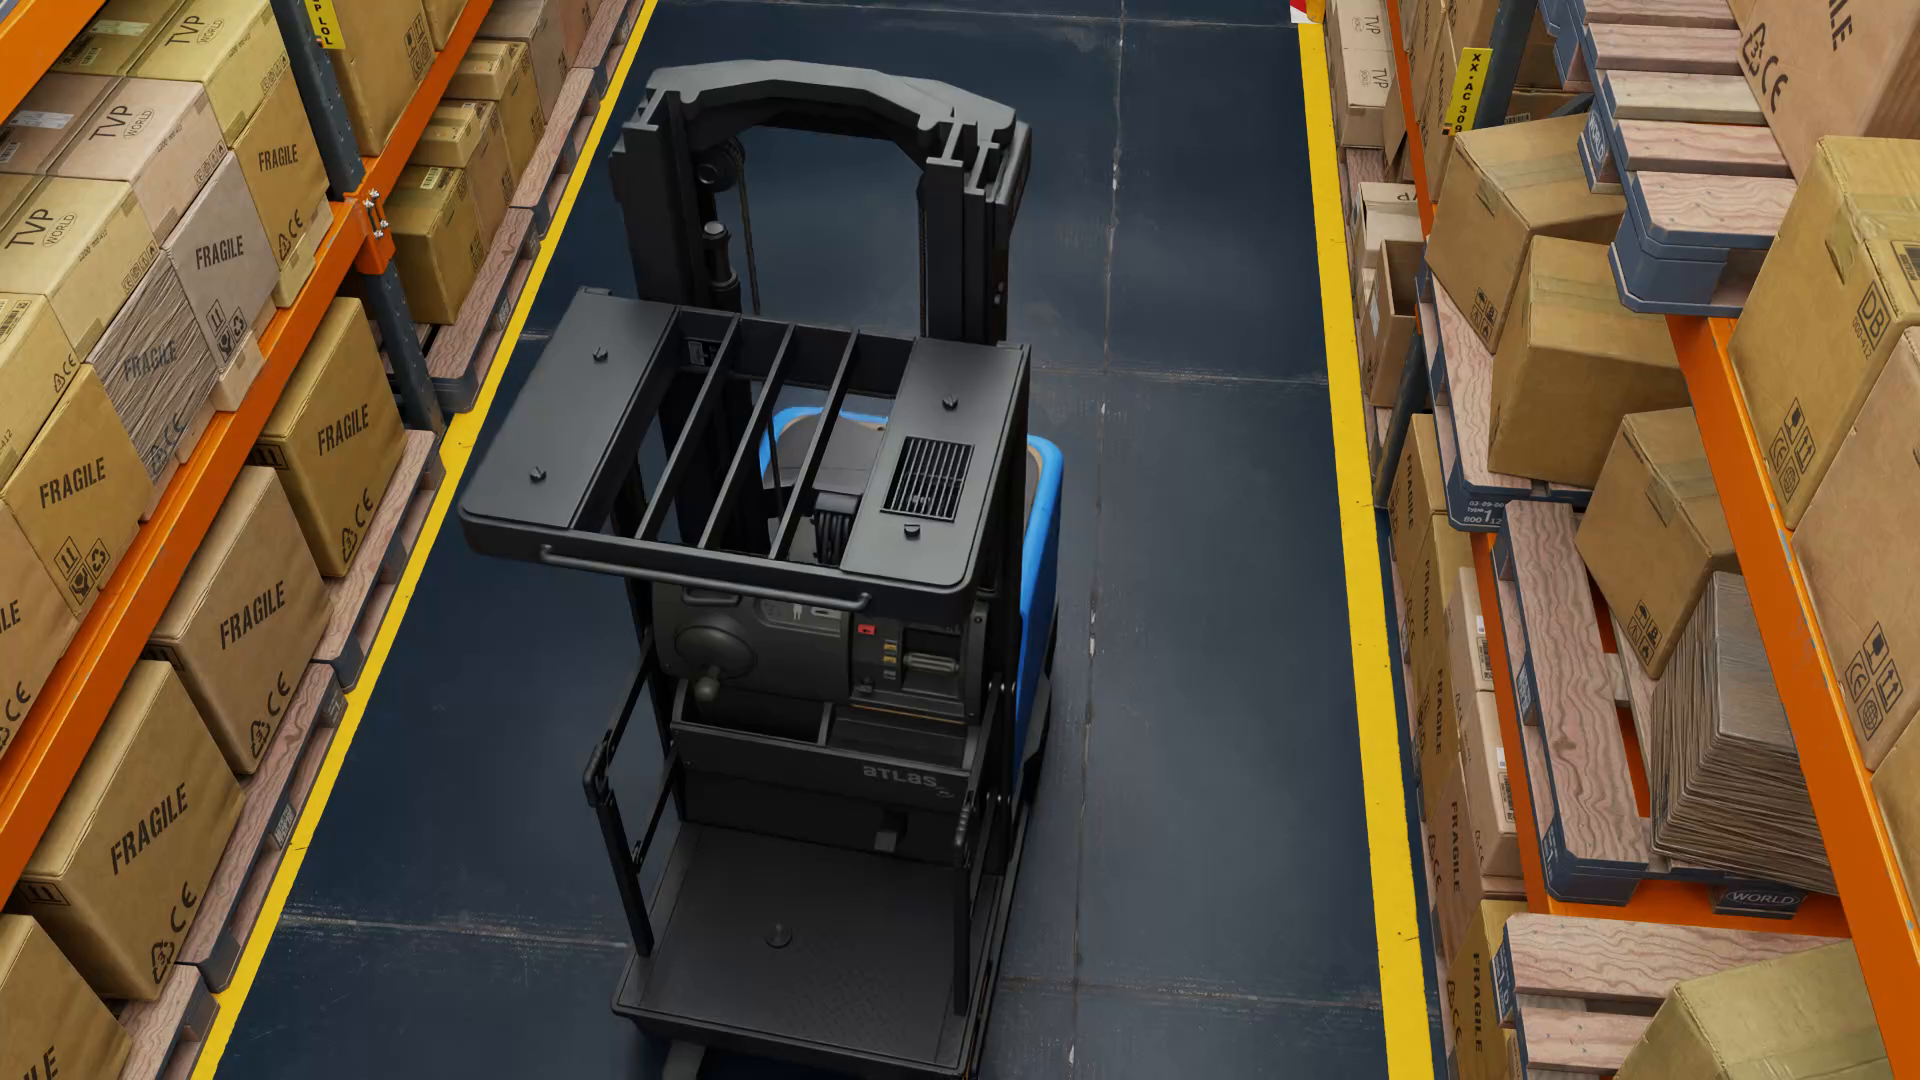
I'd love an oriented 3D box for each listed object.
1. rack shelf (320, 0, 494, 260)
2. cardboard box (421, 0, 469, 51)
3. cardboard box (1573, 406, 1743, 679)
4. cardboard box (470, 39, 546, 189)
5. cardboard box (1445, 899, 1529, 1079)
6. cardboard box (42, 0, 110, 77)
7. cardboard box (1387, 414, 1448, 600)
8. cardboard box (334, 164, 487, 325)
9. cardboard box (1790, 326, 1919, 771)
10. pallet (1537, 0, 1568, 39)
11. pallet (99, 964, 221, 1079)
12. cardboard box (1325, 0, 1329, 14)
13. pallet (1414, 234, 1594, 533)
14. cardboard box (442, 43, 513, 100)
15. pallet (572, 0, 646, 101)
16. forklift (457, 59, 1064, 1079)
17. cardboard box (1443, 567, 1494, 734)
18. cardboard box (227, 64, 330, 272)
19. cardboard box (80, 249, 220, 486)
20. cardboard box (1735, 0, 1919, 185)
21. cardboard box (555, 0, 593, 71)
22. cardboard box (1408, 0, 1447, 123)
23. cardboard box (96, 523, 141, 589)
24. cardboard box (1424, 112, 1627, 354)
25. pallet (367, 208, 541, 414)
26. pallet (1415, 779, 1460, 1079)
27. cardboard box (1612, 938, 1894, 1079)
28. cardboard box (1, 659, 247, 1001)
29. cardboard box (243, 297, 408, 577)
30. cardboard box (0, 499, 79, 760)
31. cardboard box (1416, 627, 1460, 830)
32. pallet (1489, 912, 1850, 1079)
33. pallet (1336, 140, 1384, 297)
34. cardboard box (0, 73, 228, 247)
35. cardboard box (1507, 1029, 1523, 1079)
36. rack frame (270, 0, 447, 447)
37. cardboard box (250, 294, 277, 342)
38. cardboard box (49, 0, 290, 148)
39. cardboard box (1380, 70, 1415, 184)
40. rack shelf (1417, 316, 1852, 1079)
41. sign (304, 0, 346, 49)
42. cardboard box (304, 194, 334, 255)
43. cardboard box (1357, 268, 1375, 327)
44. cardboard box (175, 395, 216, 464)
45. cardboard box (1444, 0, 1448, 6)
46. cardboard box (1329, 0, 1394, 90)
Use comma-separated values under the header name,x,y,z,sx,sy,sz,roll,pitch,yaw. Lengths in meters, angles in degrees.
name,x,y,z,sx,sy,sz,roll,pitch,yaw
rack shelf,-2.538,-2.707,7.681,1.077,0.370,4.000,4,48,4
cardboard box,-2.583,-2.515,6.814,0.980,0.700,0.700,3,48,3
cardboard box,2.113,-0.023,4.386,0.700,0.500,0.500,-7,48,-6
cardboard box,-2.452,-2.067,8.017,0.700,0.500,0.500,5,48,4
cardboard box,1.747,1.401,4.832,0.500,0.500,0.500,2,48,2
cardboard box,-3.022,-1.554,5.347,0.500,0.250,0.500,5,48,5
cardboard box,1.926,-0.116,6.219,0.500,0.500,0.500,2,48,2
cardboard box,-2.550,-1.321,7.335,0.700,0.500,0.500,4,48,4
cardboard box,1.901,0.046,2.575,0.910,0.500,0.500,4,48,4
pallet,2.084,-1.624,4.298,1.213,0.211,1.003,4,48,4
pallet,-2.938,1.826,4.937,1.003,0.211,1.213,4,48,4
cardboard box,2.197,-2.991,9.087,0.380,0.149,0.250,4,48,4
pallet,2.031,-0.505,5.310,1.003,0.211,1.213,4,48,4
cardboard box,-2.290,-2.163,7.665,0.380,0.149,0.250,3,48,2
pallet,-2.351,-2.886,9.246,1.003,0.211,1.213,4,48,4
forklift,-0.429,0.391,4.406,1.130,2.935,3.031,8,48,8
cardboard box,1.835,0.366,5.270,0.500,0.250,0.500,4,48,4
cardboard box,-2.511,-1.265,5.591,0.500,0.500,0.500,3,48,3
cardboard box,-2.602,-0.521,4.911,0.500,0.500,0.500,4,48,4
cardboard box,1.975,-1.026,3.203,0.600,0.600,0.600,2,48,2
cardboard box,-2.366,-2.829,8.714,0.700,0.500,0.500,4,48,3
cardboard box,2.049,-1.947,6.430,0.500,0.500,0.500,5,48,5
cardboard box,-2.664,-0.010,4.883,0.380,0.149,0.250,5,48,5
cardboard box,1.947,-0.992,5.273,0.700,0.500,0.500,-11,48,-10
pallet,-2.573,-1.093,7.606,1.003,0.211,1.213,4,48,4
pallet,2.068,1.290,5.427,1.003,0.211,1.213,4,48,4
cardboard box,1.794,1.143,3.319,0.700,0.500,0.500,-11,48,-10
cardboard box,-2.801,0.868,5.096,0.750,0.750,0.750,4,48,3
cardboard box,-2.650,-0.410,6.265,0.750,0.750,0.750,4,48,4
cardboard box,-2.683,0.229,4.224,0.500,0.500,0.500,4,48,3
cardboard box,1.836,0.644,5.524,0.500,0.500,0.500,4,48,4
pallet,1.840,1.351,3.611,1.213,0.211,1.003,4,48,4
pallet,2.385,-1.612,8.082,1.003,0.211,1.213,4,48,4
cardboard box,-2.564,-1.139,4.968,0.500,0.250,0.500,5,48,4
cardboard box,1.701,1.487,4.245,0.500,0.250,0.500,6,48,5
rack frame,-2.720,-1.480,6.071,1.000,3.000,0.127,4,48,4
cardboard box,-2.537,-0.761,5.570,0.380,0.149,0.250,5,48,5
cardboard box,-2.508,-1.514,5.311,0.500,0.250,0.500,5,48,4
cardboard box,2.379,-1.837,7.791,0.797,0.503,0.637,4,48,4
rack shelf,2.031,0.562,4.690,1.077,0.370,4.000,4,48,4
sign,-2.179,-1.815,5.646,0.100,0.325,0.005,4,48,4
cardboard box,-2.469,-1.135,5.912,0.380,0.149,0.250,4,48,4
cardboard box,1.957,-1.054,7.315,0.380,0.149,0.250,4,48,4
cardboard box,-2.591,-0.387,5.228,0.380,0.149,0.250,4,48,4
cardboard box,2.045,-2.287,6.063,0.500,0.500,0.500,3,48,3
cardboard box,2.200,-2.562,8.626,0.500,0.250,0.500,4,48,4
